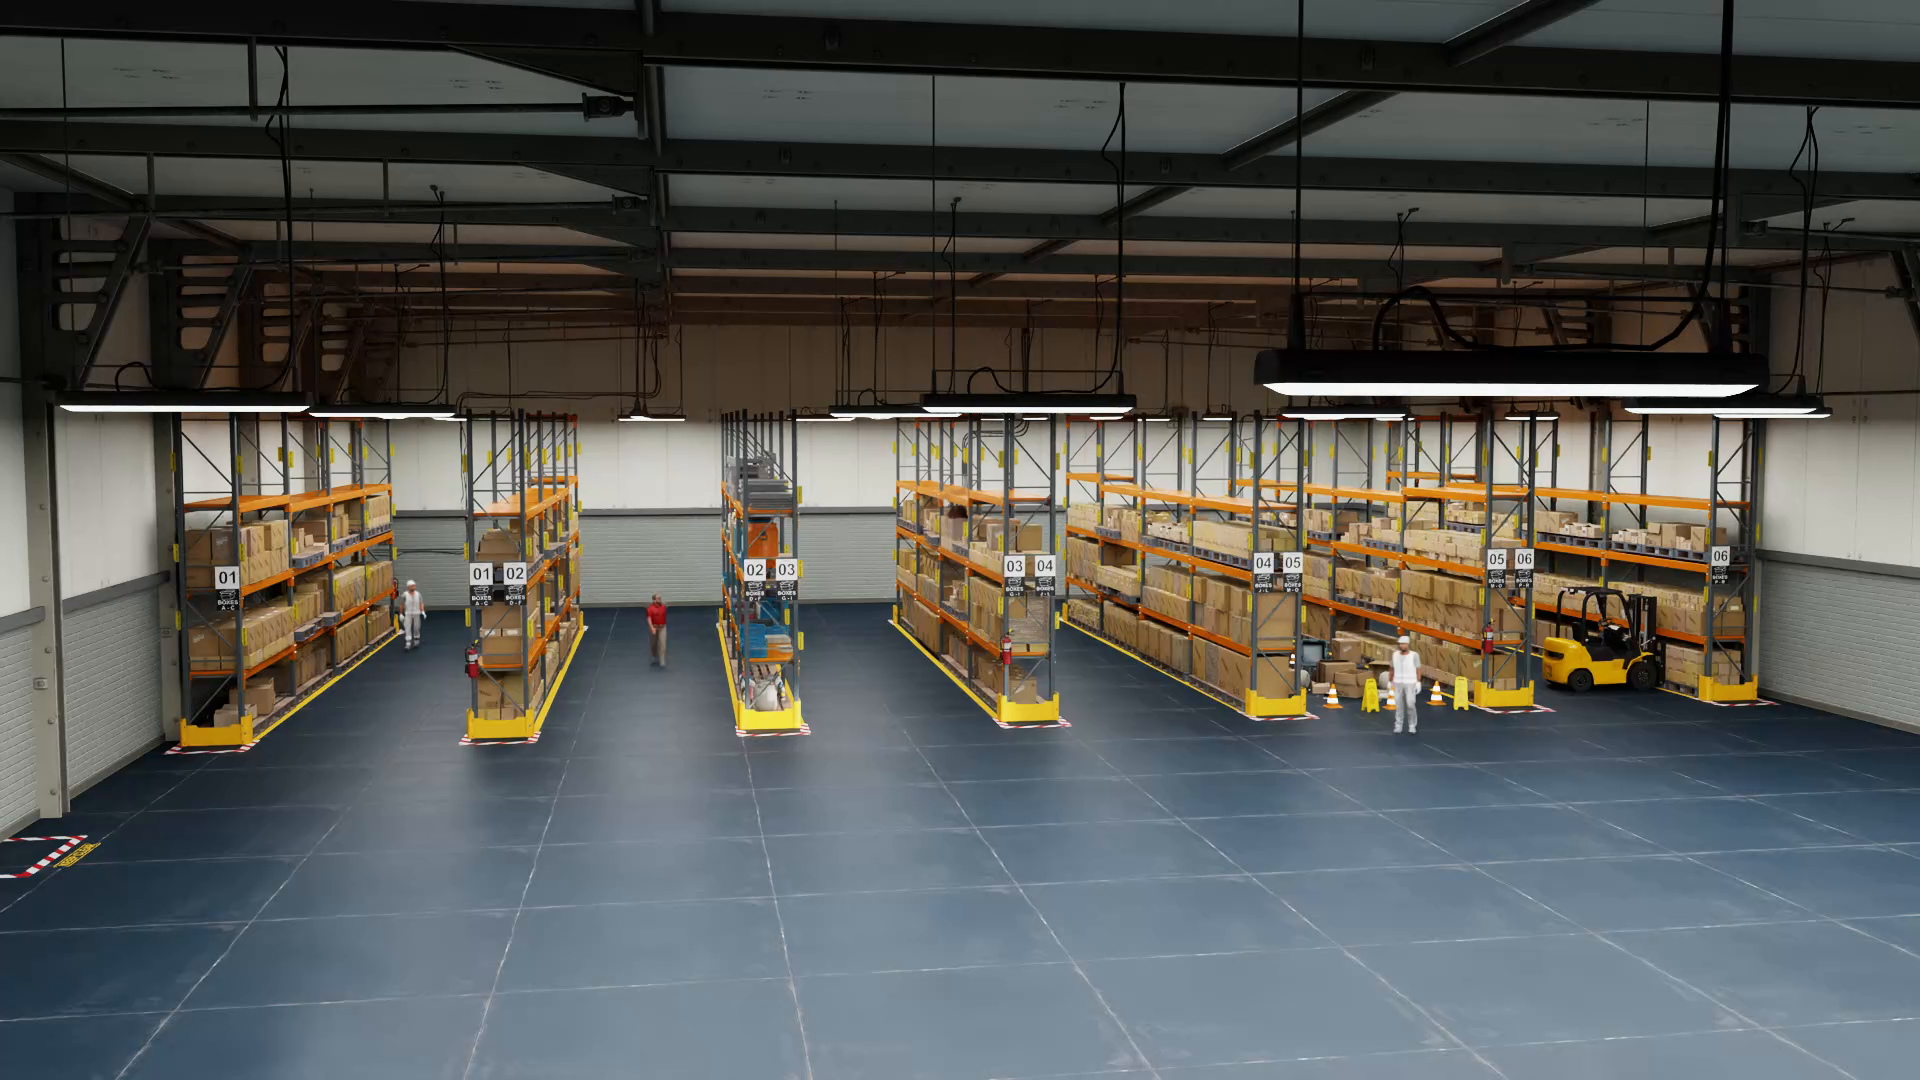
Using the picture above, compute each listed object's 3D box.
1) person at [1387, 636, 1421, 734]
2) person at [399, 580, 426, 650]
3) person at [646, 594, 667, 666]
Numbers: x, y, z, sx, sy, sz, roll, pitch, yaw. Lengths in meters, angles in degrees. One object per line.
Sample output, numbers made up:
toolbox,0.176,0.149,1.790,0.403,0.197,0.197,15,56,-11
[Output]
person,8.223,2.675,30.811,0.611,1.795,0.382,3,5,35
person,-13.869,1.893,42.111,0.653,1.733,1.055,-1,4,-11
person,-7.193,2.125,39.422,0.477,1.676,1.004,-1,4,-12
